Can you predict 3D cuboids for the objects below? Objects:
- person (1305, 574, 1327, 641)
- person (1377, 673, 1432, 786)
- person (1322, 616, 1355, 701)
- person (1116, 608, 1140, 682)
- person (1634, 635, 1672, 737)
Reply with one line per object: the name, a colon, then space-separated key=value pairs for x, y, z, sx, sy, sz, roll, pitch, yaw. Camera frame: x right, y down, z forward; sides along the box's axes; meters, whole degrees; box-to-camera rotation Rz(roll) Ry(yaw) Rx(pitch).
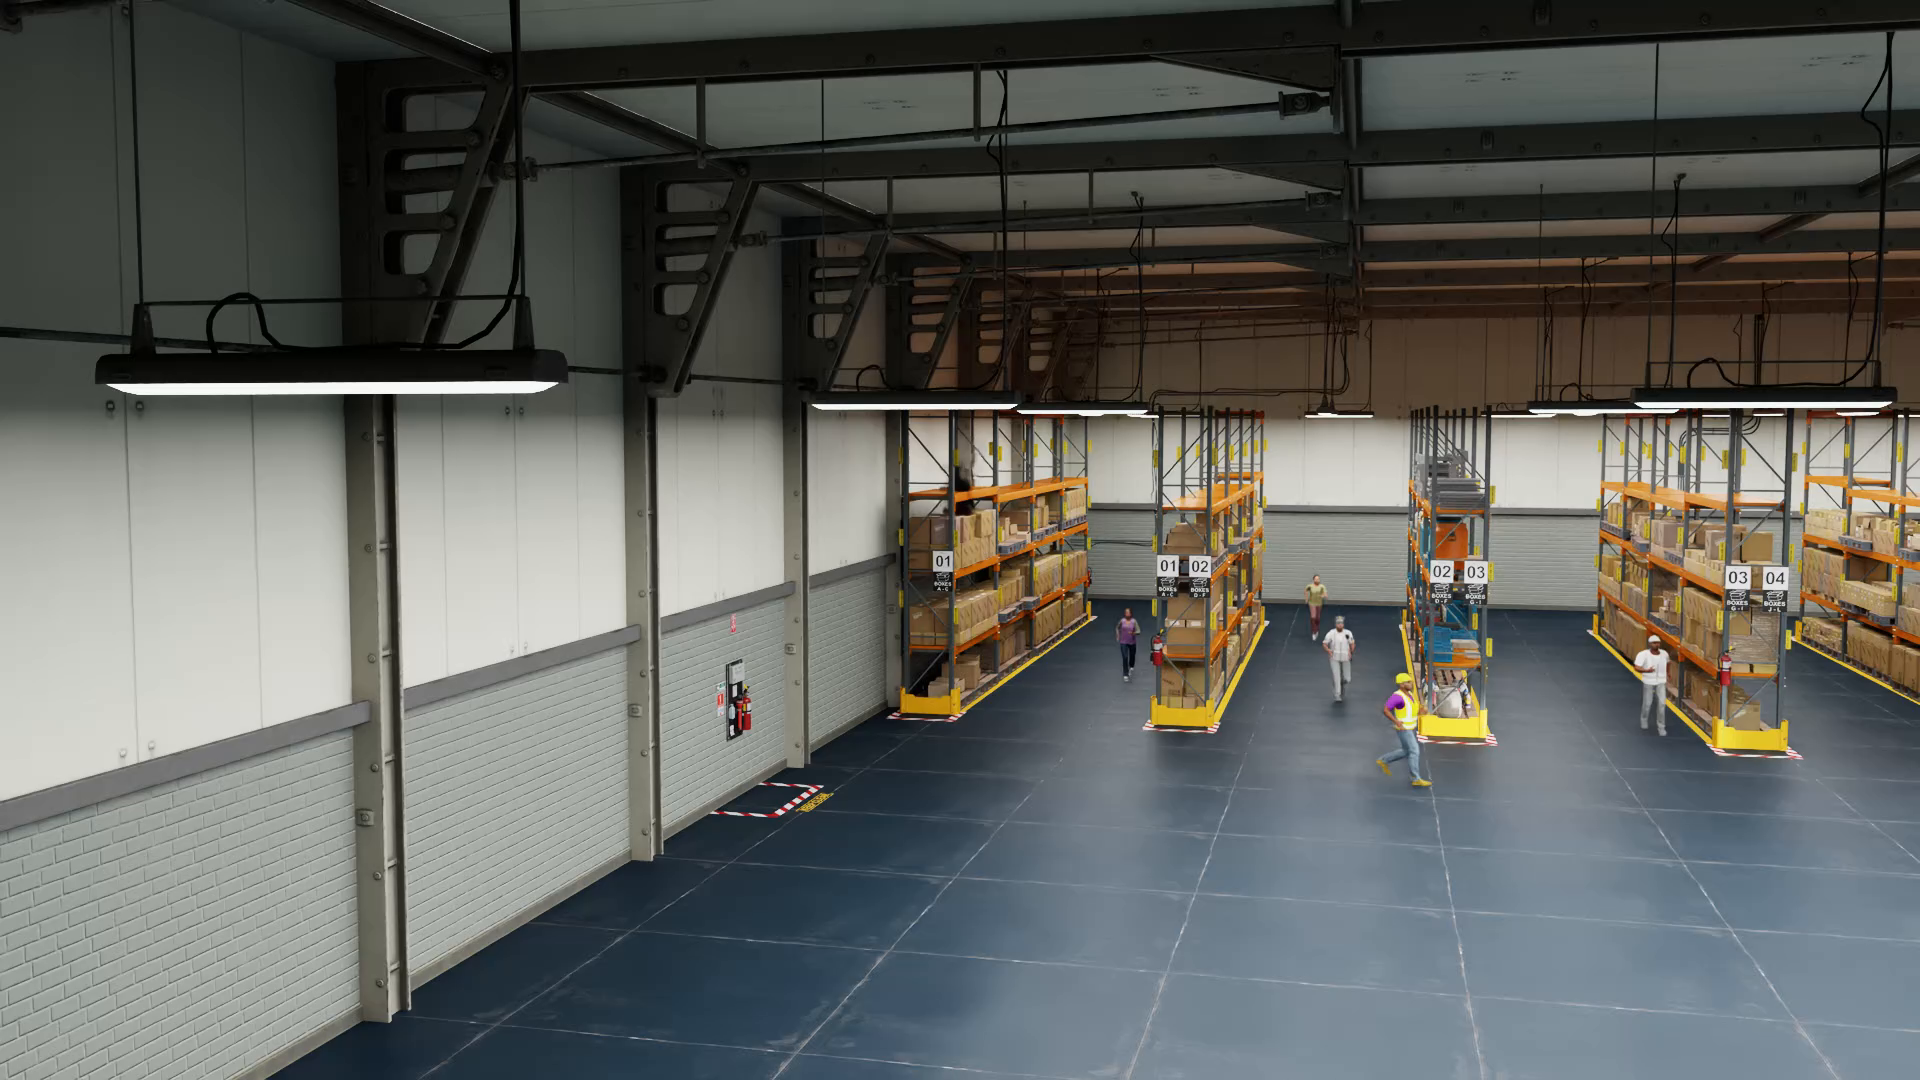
person: x=9.348 y=1.755 z=43.646 sx=0.542 sy=1.722 sz=0.827 roll=0 pitch=4 yaw=5
person: x=6.989 y=2.966 z=26.164 sx=0.933 sy=1.745 sz=0.713 roll=3 pitch=5 yaw=35
person: x=7.760 y=2.413 z=34.027 sx=0.661 sy=1.731 sz=0.605 roll=0 pitch=4 yaw=3
person: x=3.701 y=2.287 z=36.660 sx=0.543 sy=1.576 sz=0.866 roll=0 pitch=4 yaw=6
person: x=12.694 y=2.634 z=30.438 sx=0.709 sy=1.793 sz=0.797 roll=0 pitch=4 yaw=6
